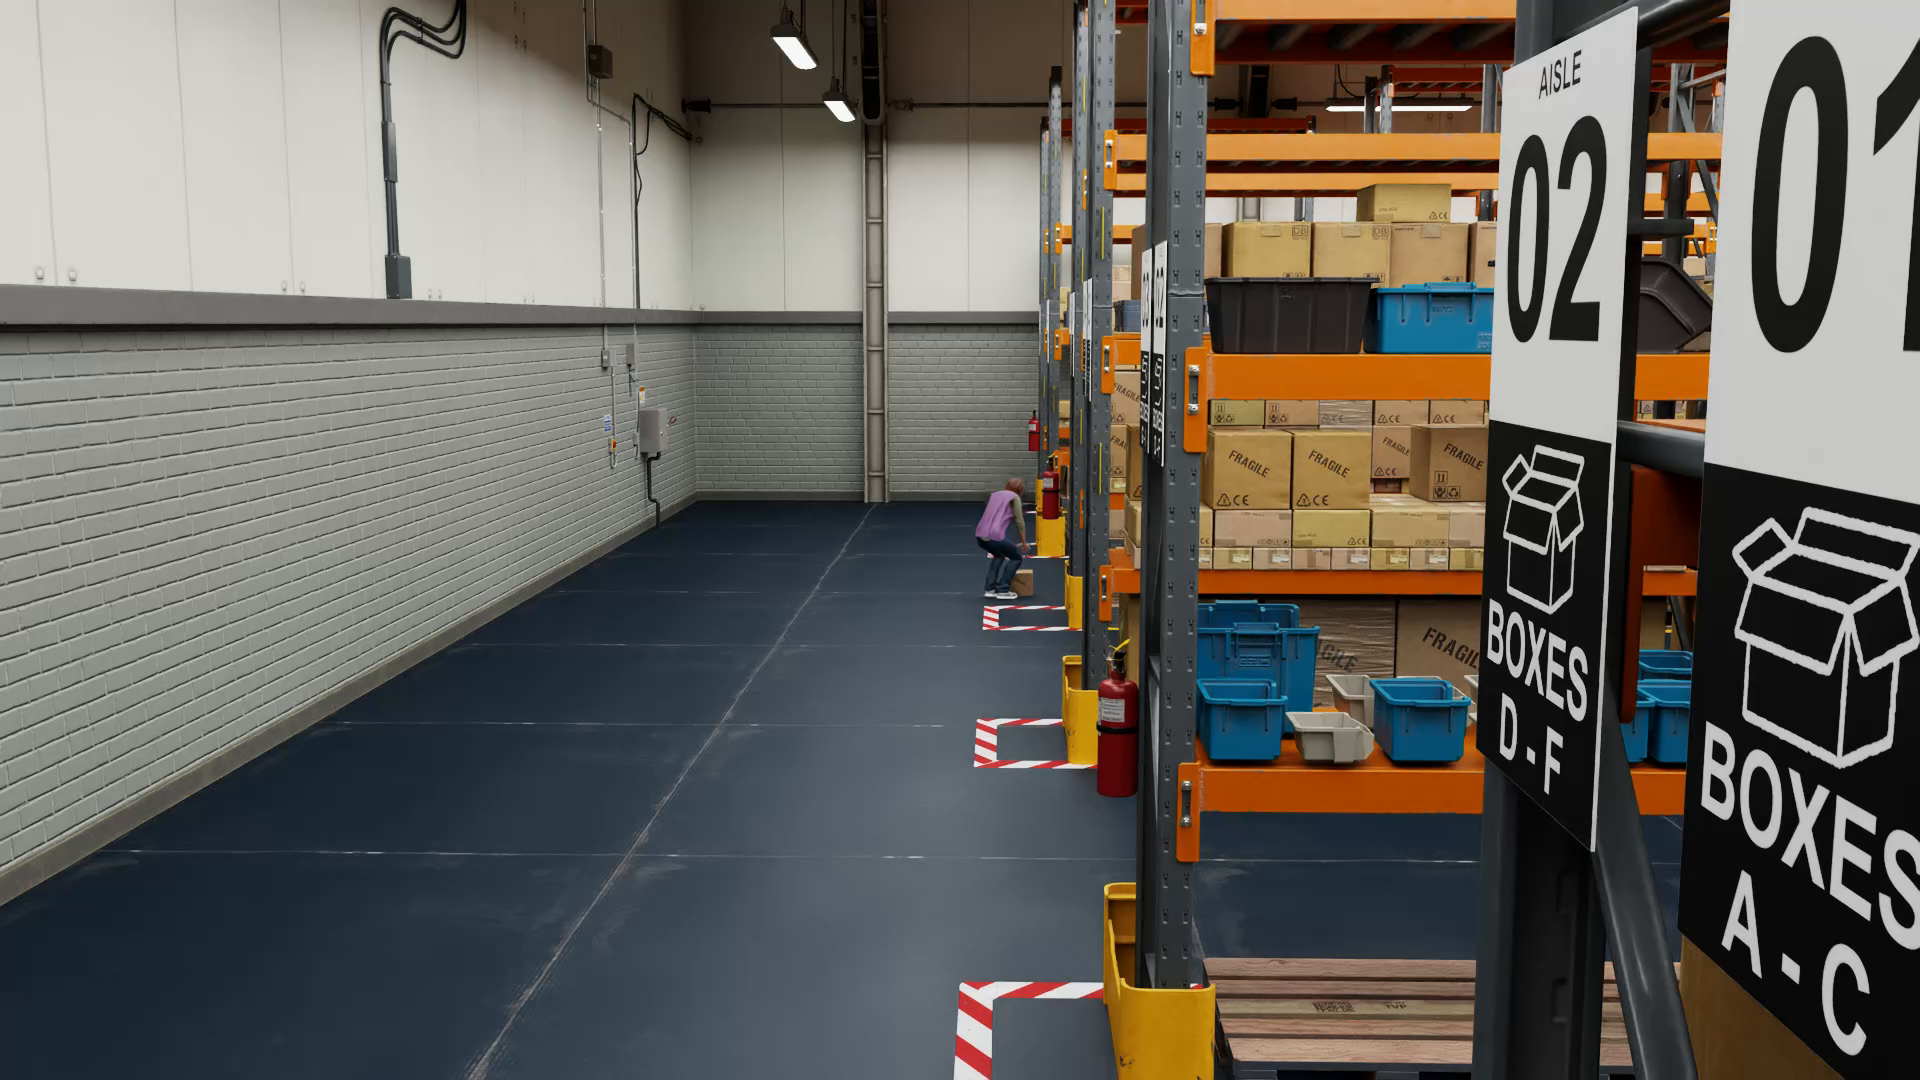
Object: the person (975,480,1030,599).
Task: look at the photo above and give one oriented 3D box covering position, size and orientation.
[{"bbox_3d":[0.437,0.004,17.735,0.687,1.228,0.462,-7,10,-42],"label":"person"}]
